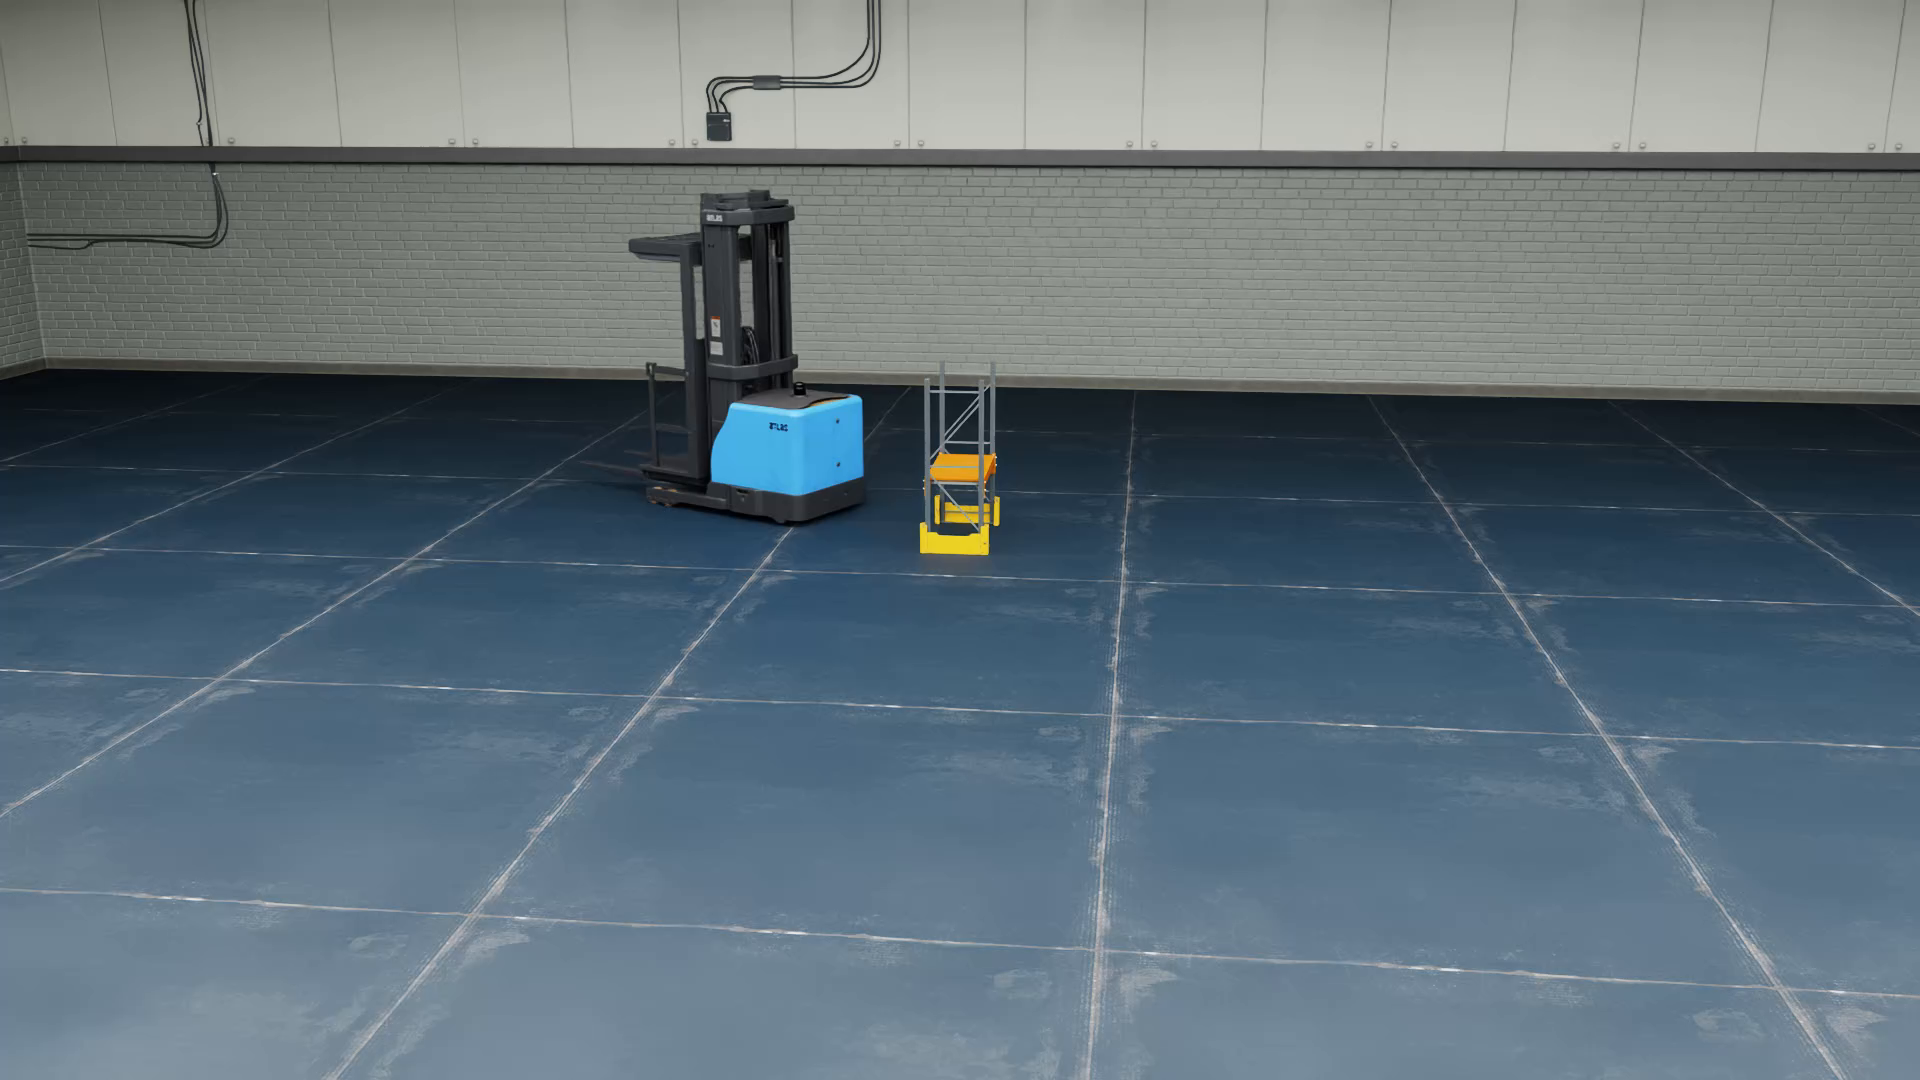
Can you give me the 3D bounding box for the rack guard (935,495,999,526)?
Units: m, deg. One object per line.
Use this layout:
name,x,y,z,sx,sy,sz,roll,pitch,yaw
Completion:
rack guard,0.065,-0.270,15.180,0.587,0.250,0.087,2,15,6

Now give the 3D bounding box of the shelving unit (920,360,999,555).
shelving unit,0.009,-0.744,14.539,0.587,1.500,1.083,2,15,6

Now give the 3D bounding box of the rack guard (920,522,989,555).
rack guard,-0.048,-0.011,14.225,0.587,0.250,0.087,2,15,6

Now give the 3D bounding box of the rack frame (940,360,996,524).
rack frame,0.067,-0.878,15.036,0.500,1.500,0.032,2,15,6

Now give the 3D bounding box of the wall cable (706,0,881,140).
wall cable,-2.156,-8.099,20.859,2.305,6.003,0.169,2,15,6

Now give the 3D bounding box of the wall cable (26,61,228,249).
wall cable,-11.587,-5.242,22.757,3.097,2.526,0.112,2,15,6

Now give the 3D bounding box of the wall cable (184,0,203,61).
wall cable,-8.899,-7.600,21.803,3.097,2.526,0.112,2,15,6

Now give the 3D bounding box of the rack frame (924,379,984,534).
rack frame,-0.048,-0.614,14.061,0.500,1.500,0.032,2,15,6

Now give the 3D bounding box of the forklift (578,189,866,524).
forklift,-2.405,-1.837,15.839,3.031,2.935,1.130,10,18,33

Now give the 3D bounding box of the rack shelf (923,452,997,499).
rack shelf,0.010,-0.572,14.595,0.538,0.185,1.000,2,15,6
